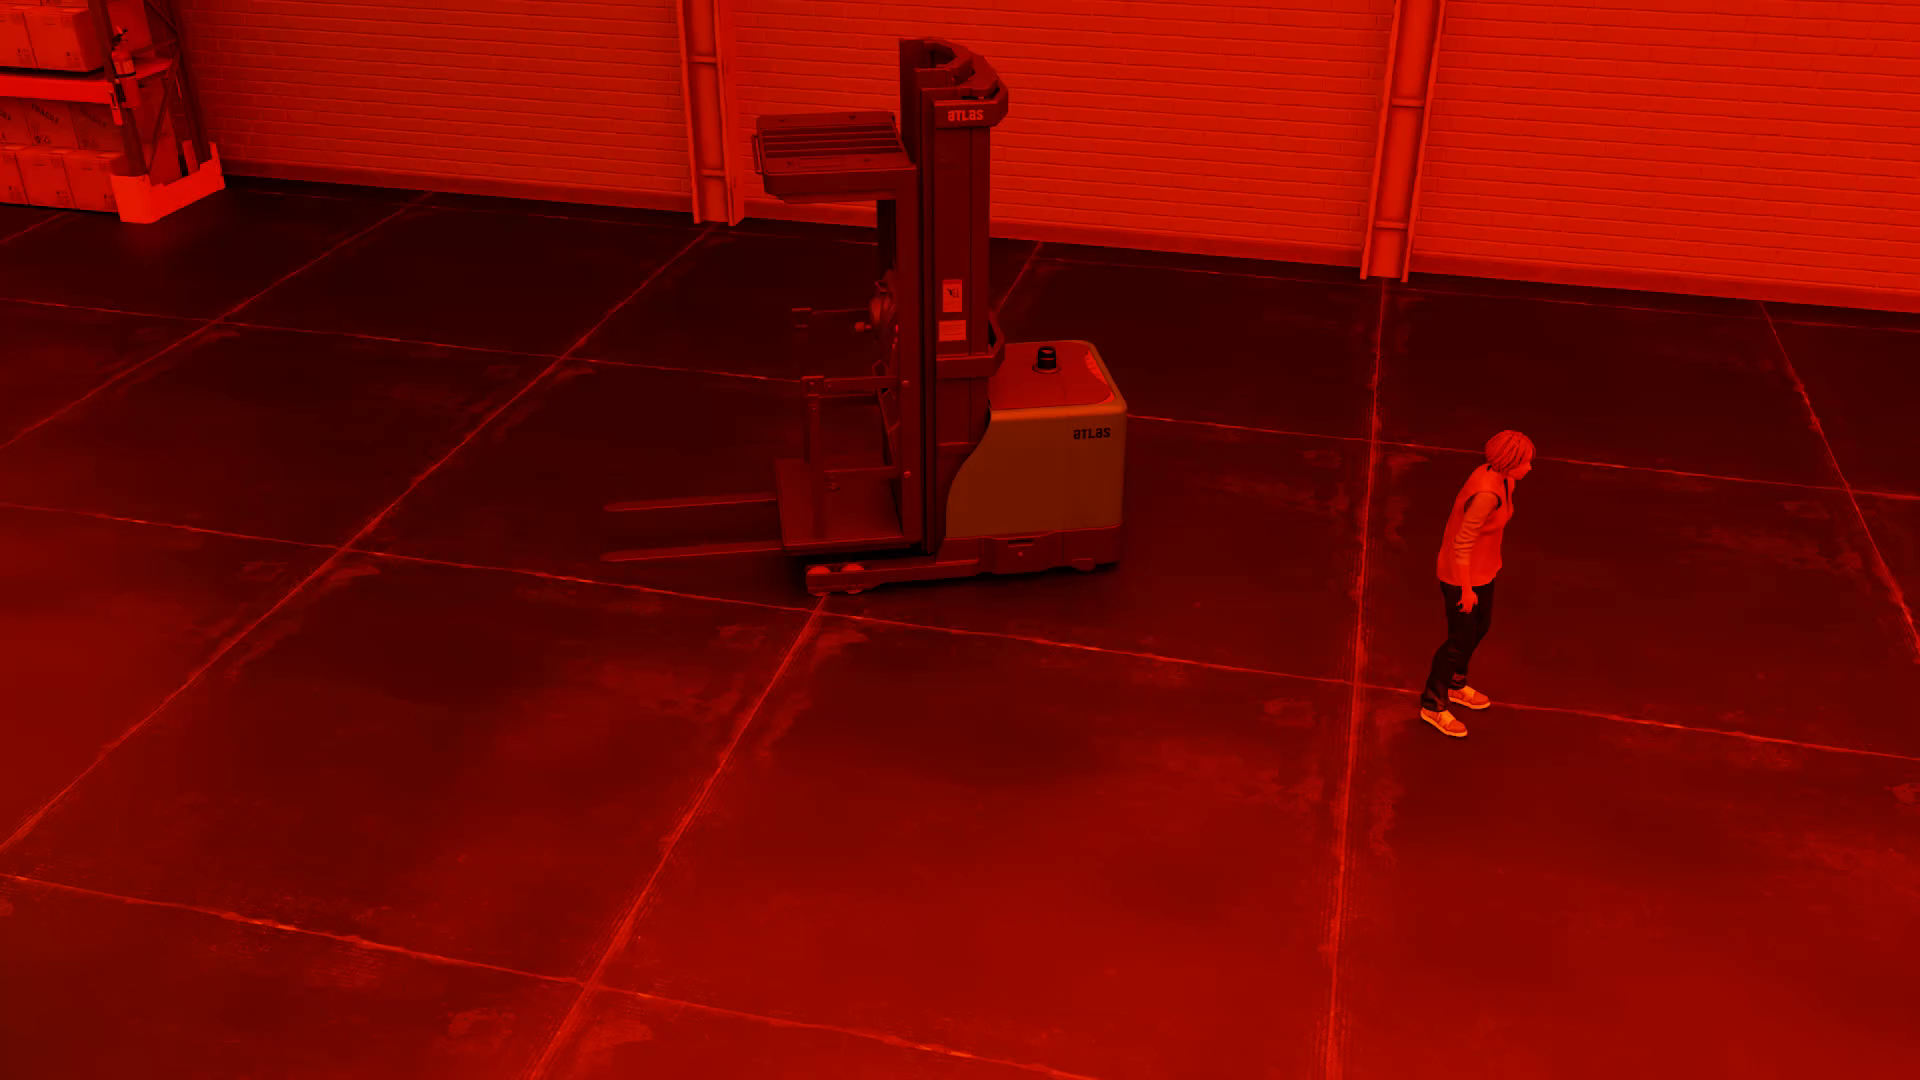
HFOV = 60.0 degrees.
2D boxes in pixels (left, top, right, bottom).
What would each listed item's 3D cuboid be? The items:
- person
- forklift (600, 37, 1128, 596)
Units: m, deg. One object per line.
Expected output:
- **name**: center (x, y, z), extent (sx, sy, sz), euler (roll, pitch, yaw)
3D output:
- **person**: center (2.534, 0.179, 8.212), extent (0.344, 1.593, 0.485), euler (18, 34, 29)
- **forklift**: center (-0.602, -1.232, 9.345), extent (3.031, 2.935, 1.130), euler (-4, 30, -7)
